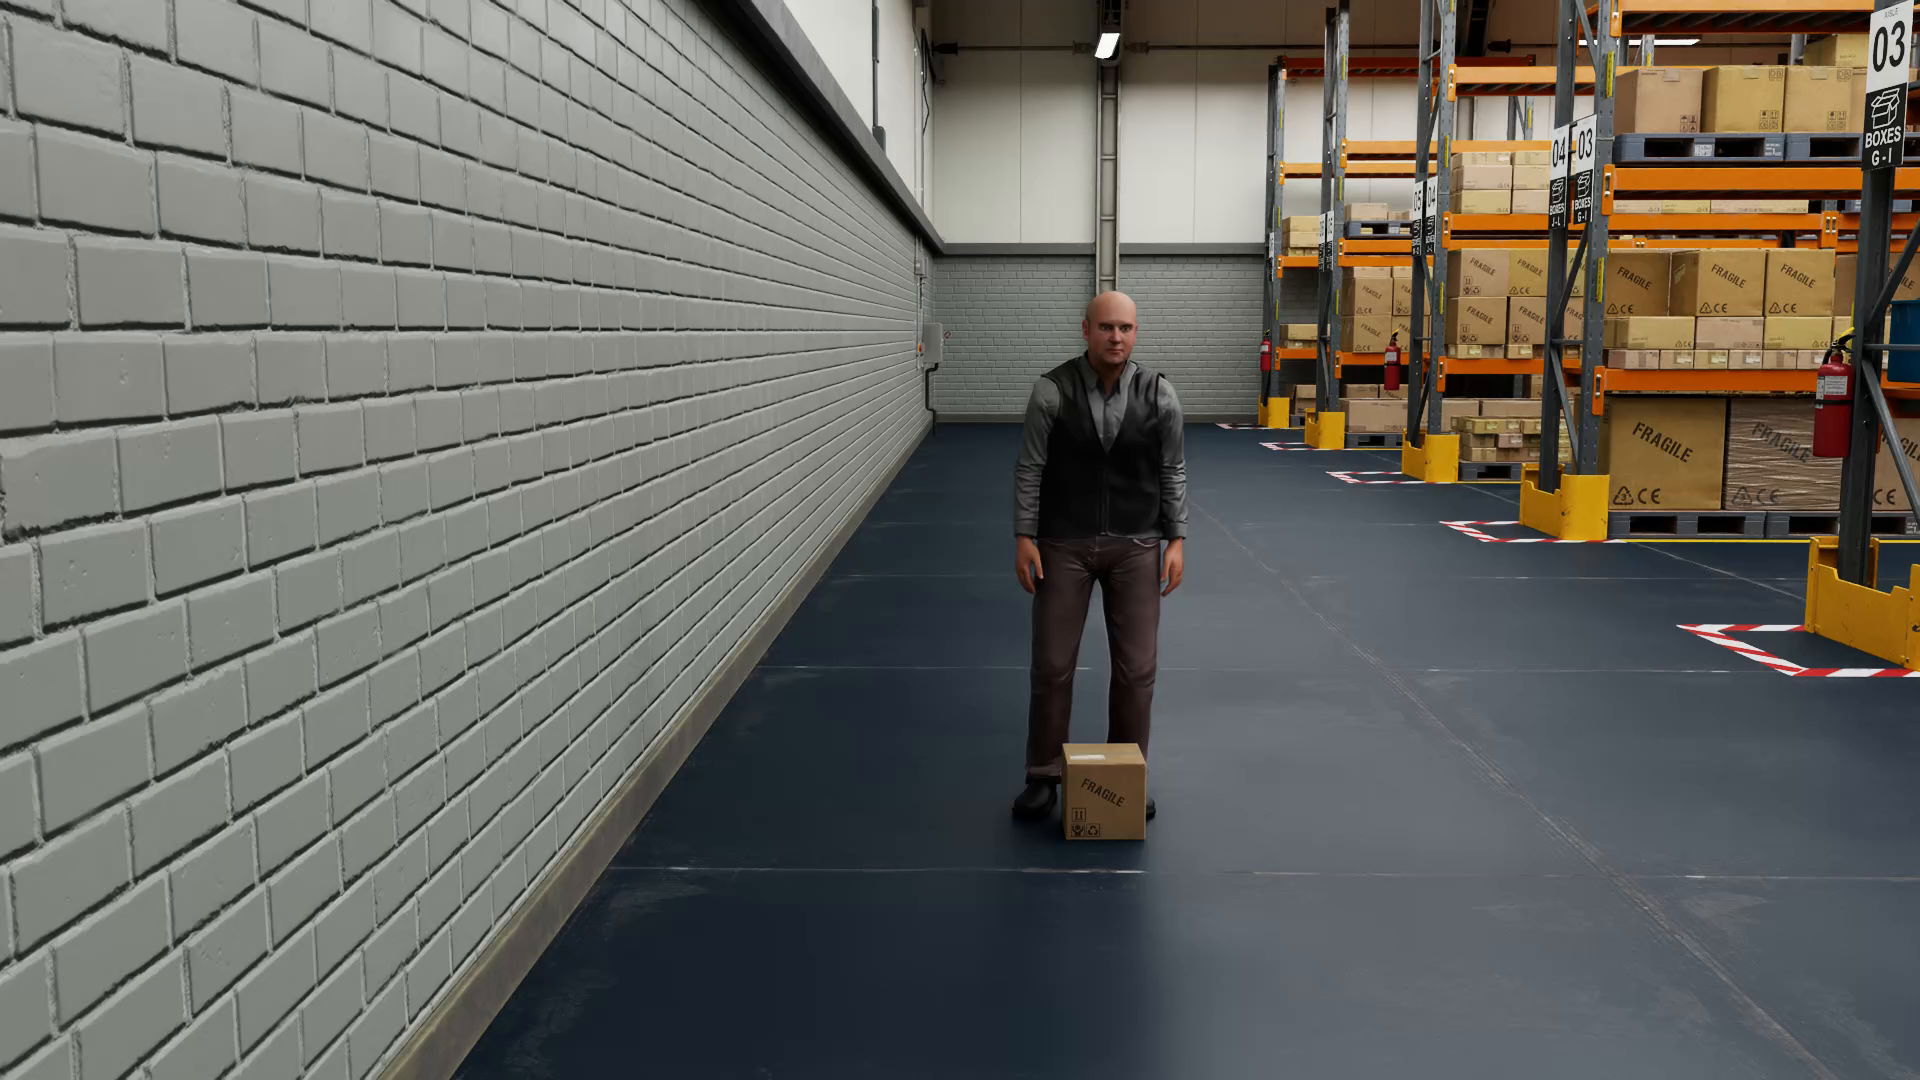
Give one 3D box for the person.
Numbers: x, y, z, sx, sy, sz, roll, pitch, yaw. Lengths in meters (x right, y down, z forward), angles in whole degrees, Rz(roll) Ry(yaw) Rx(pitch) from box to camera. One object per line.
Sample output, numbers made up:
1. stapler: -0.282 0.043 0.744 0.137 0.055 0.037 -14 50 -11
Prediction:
1. person: 0.463 0.093 5.538 0.586 1.618 0.423 0 7 -1
